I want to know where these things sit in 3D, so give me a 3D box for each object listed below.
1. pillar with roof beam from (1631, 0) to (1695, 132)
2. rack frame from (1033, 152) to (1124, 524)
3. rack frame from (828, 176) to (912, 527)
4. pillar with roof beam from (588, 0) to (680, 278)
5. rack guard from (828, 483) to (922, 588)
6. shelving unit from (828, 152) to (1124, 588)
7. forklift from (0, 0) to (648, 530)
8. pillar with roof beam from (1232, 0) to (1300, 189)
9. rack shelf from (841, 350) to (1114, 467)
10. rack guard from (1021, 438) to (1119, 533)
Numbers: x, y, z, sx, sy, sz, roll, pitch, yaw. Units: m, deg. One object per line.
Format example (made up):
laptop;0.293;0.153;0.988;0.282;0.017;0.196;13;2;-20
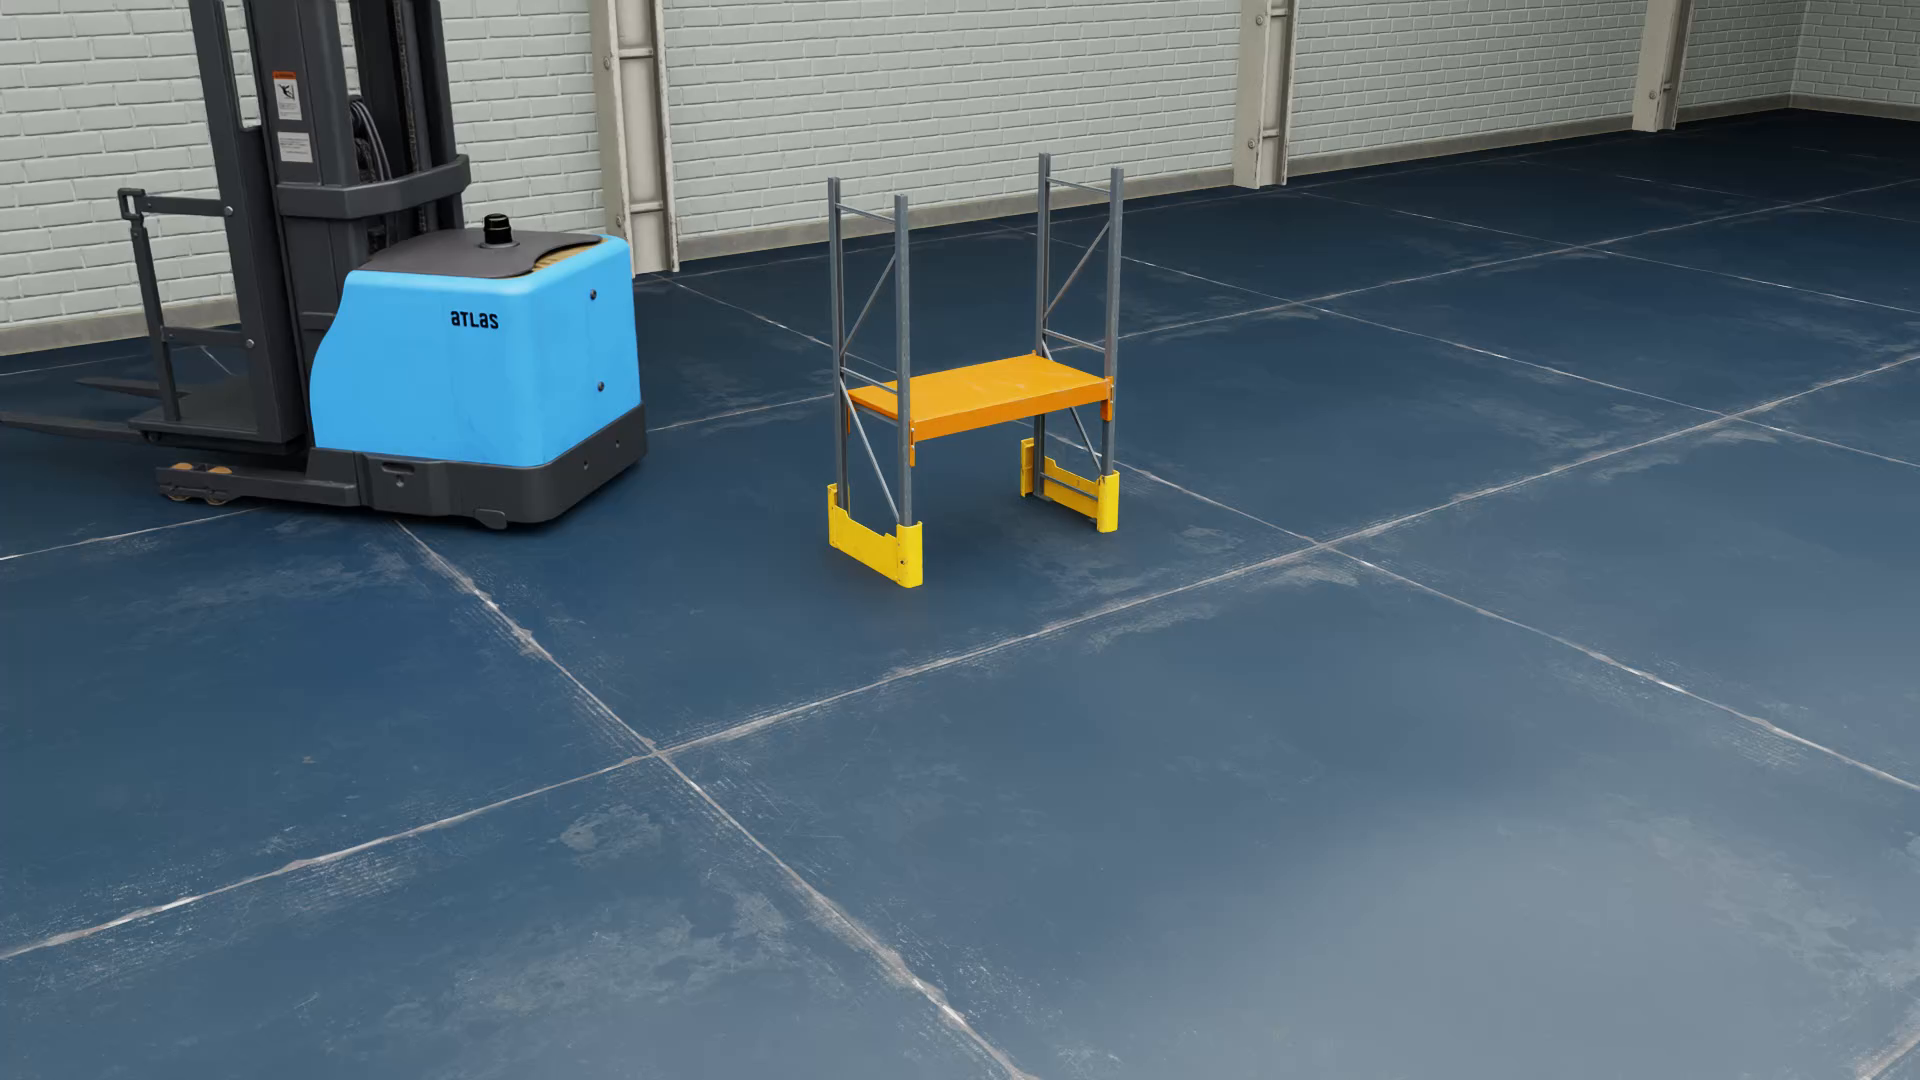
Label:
pillar with roof beam;10.053;-7.361;13.202;0.400;9.000;9.100;-15;26;-33
rack frame;0.482;-0.825;6.940;0.032;1.500;0.500;-15;26;-33
rack frame;-0.343;-0.605;6.389;0.032;1.500;0.500;-15;26;-33
pillar with roof beam;0.312;-4.764;6.693;0.400;9.000;9.100;-15;26;-33
rack guard;-0.342;-0.025;6.621;0.087;0.250;0.587;-15;26;-33
shelving unit;0.062;-0.713;6.660;1.083;1.500;0.587;-15;26;-33
forklift;-3.026;-1.693;7.185;3.031;2.935;1.130;6;23;15
pillar with roof beam;5.183;-6.063;9.948;0.400;9.000;9.100;-15;26;-33
rack shelf;0.069;-0.548;6.731;1.000;0.185;0.538;-15;26;-33
rack guard;0.466;-0.240;7.162;0.087;0.250;0.587;-15;26;-33
